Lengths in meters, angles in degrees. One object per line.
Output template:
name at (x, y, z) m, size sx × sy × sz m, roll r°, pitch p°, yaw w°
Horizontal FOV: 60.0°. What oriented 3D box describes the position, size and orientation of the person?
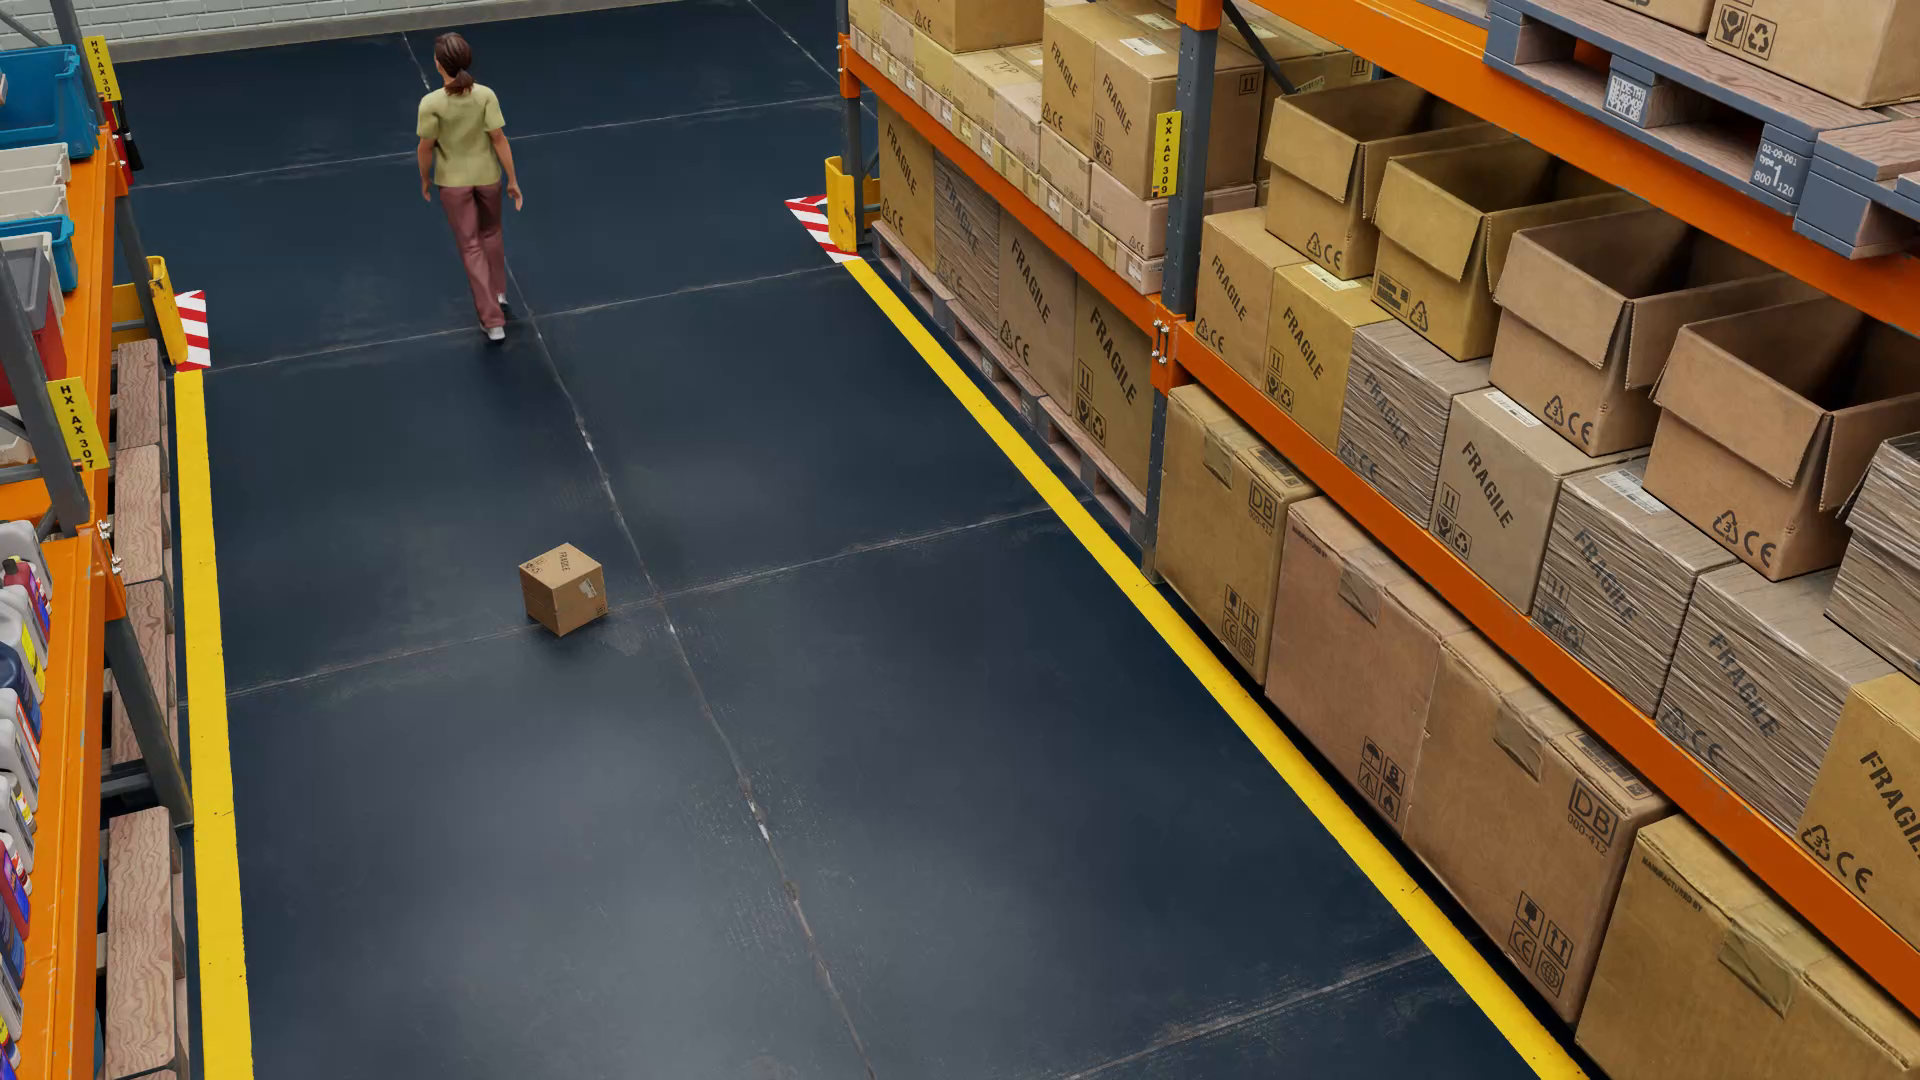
person at (-2.691, -1.927, 9.071) m, size 0.478 × 1.714 × 0.674 m, roll -18°, pitch 38°, yaw -25°
